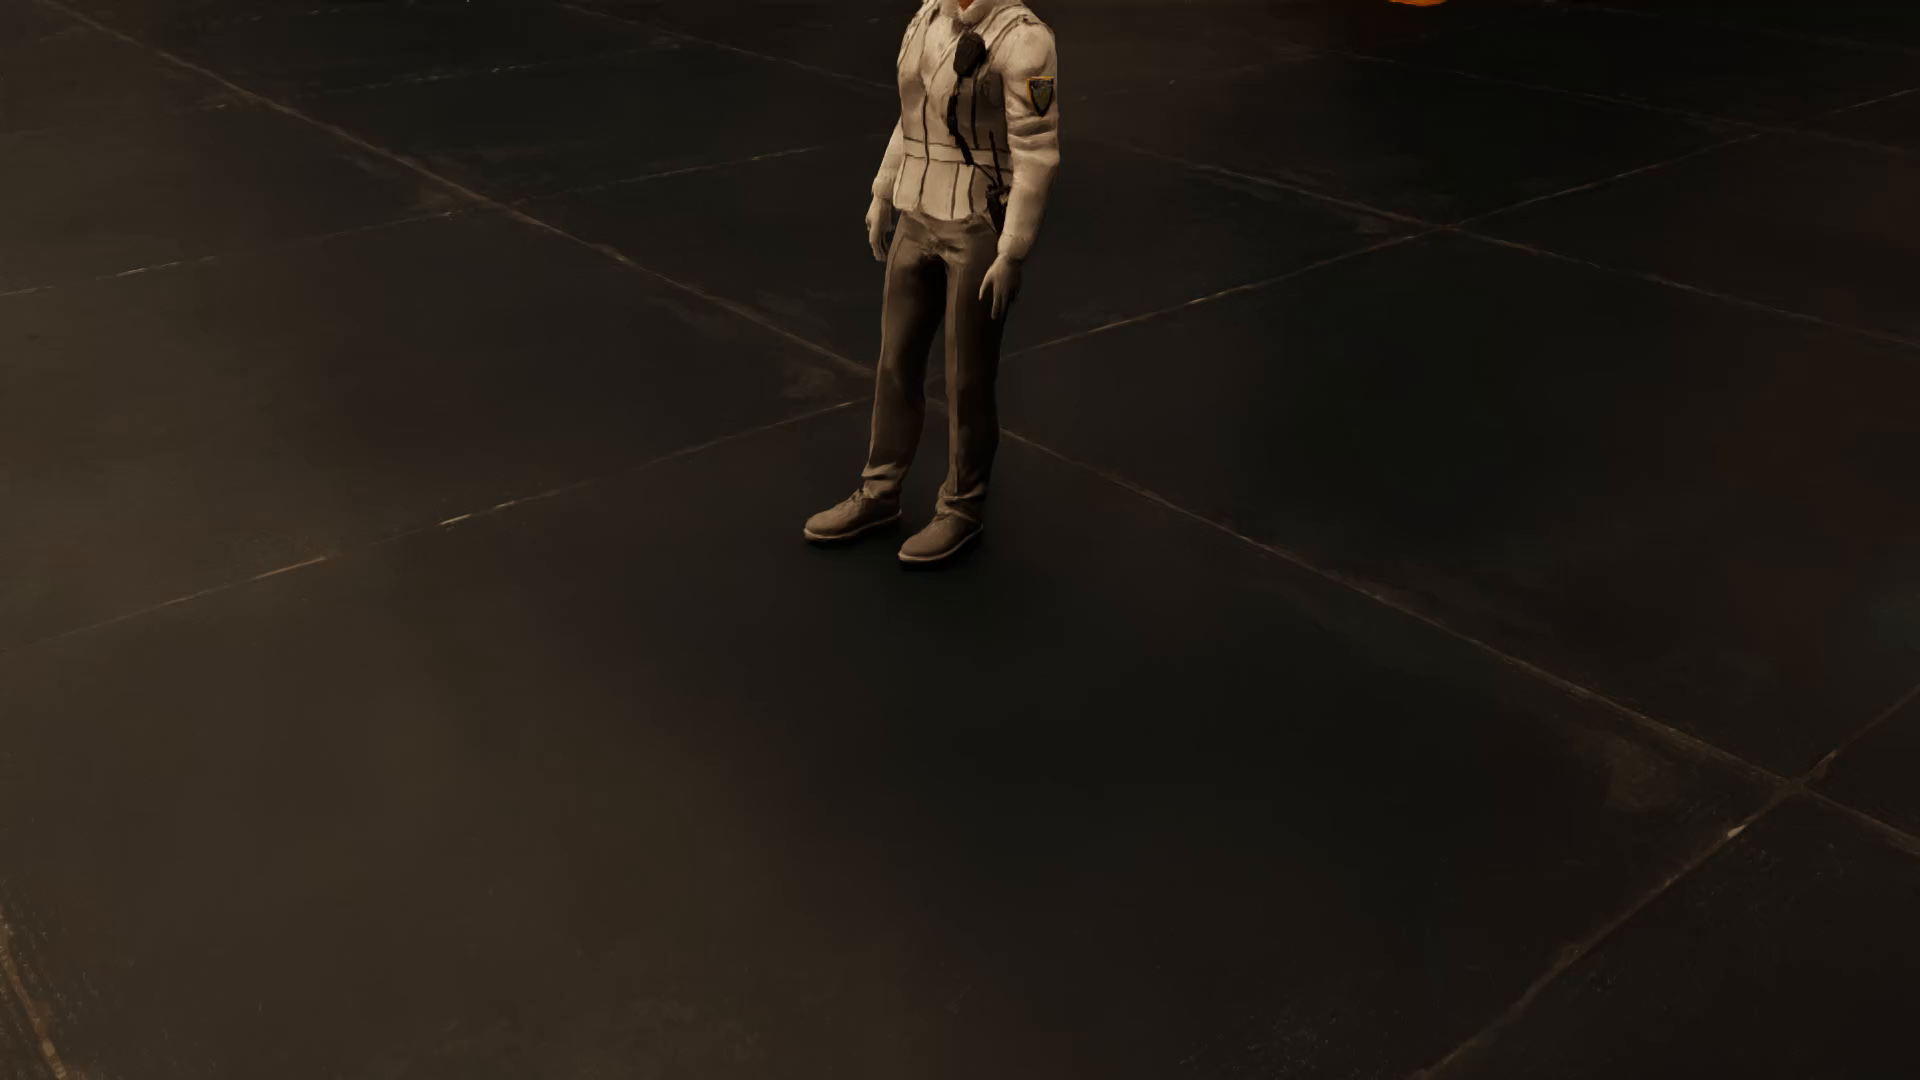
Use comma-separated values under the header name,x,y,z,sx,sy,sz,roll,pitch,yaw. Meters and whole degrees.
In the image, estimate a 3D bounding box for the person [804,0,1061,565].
name,x,y,z,sx,sy,sz,roll,pitch,yaw
person,-0.056,-0.749,4.087,0.532,1.695,0.586,-20,33,-35
